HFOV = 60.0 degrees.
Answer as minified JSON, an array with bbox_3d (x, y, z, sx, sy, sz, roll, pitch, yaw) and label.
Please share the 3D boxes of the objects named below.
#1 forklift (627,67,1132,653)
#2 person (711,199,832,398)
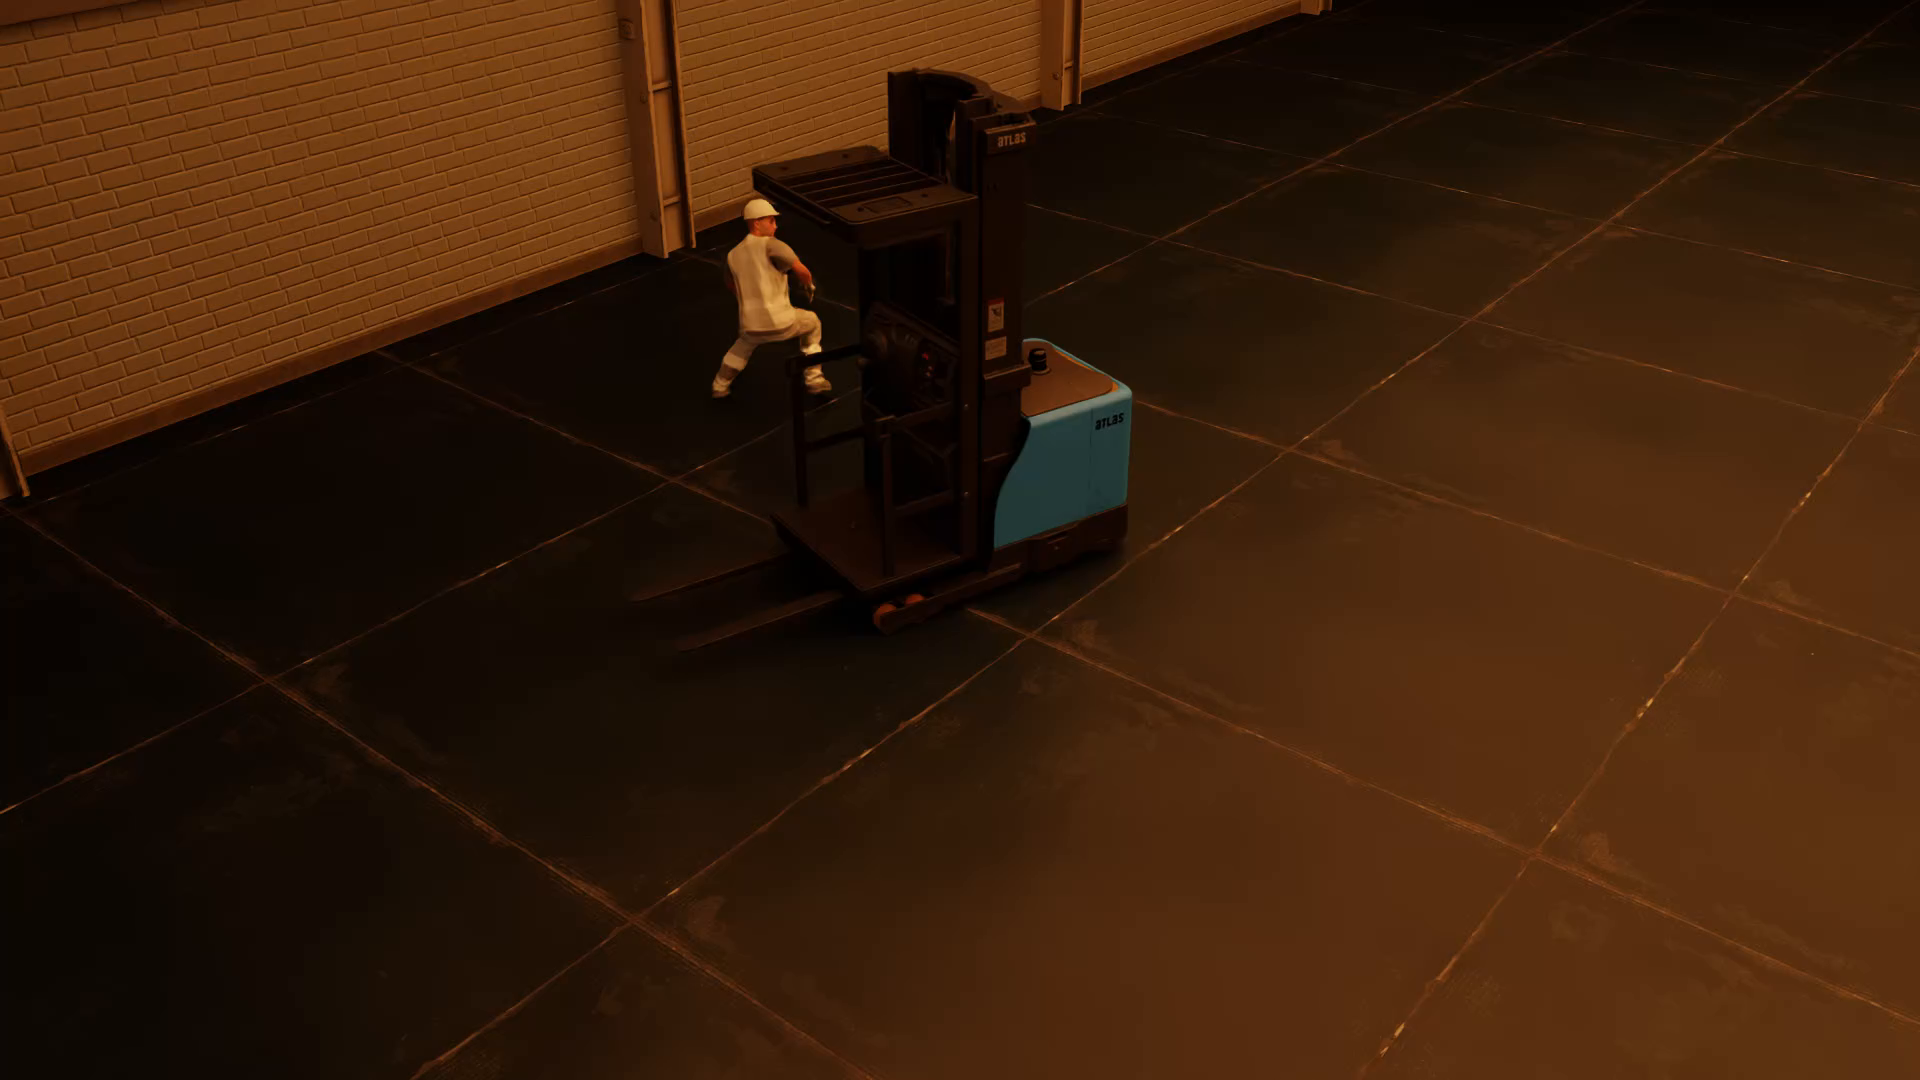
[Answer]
[{"bbox_3d":[-0.461,-1.031,9.359,3.031,2.935,1.130,-19,35,-29],"label":"forklift"},{"bbox_3d":[-1.394,-1.678,11.933,0.898,1.540,0.777,10,32,16],"label":"person"}]
